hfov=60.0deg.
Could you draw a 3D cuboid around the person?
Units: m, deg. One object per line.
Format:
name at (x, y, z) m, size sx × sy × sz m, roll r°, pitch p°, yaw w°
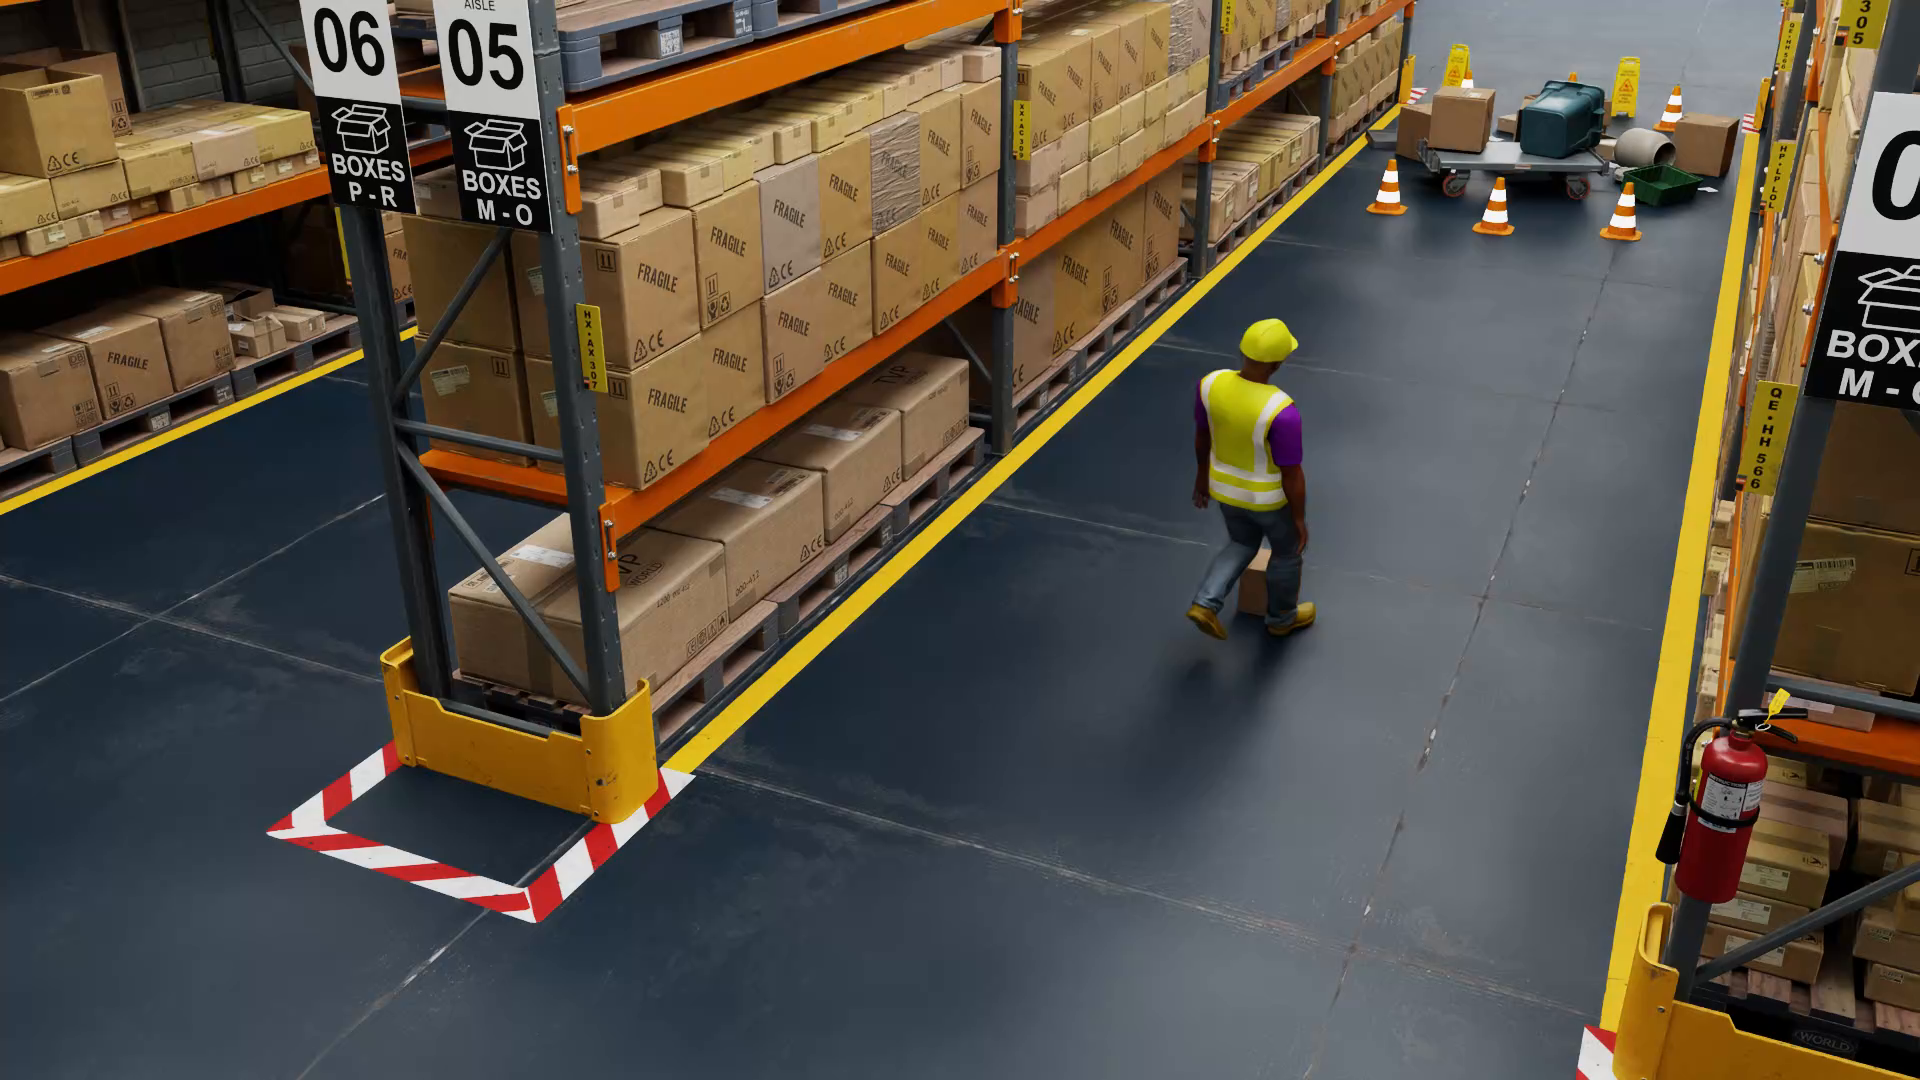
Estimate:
person at (1.422, -0.270, 7.713) m, size 0.641 × 1.701 × 0.837 m, roll 23°, pitch 34°, yaw 39°
